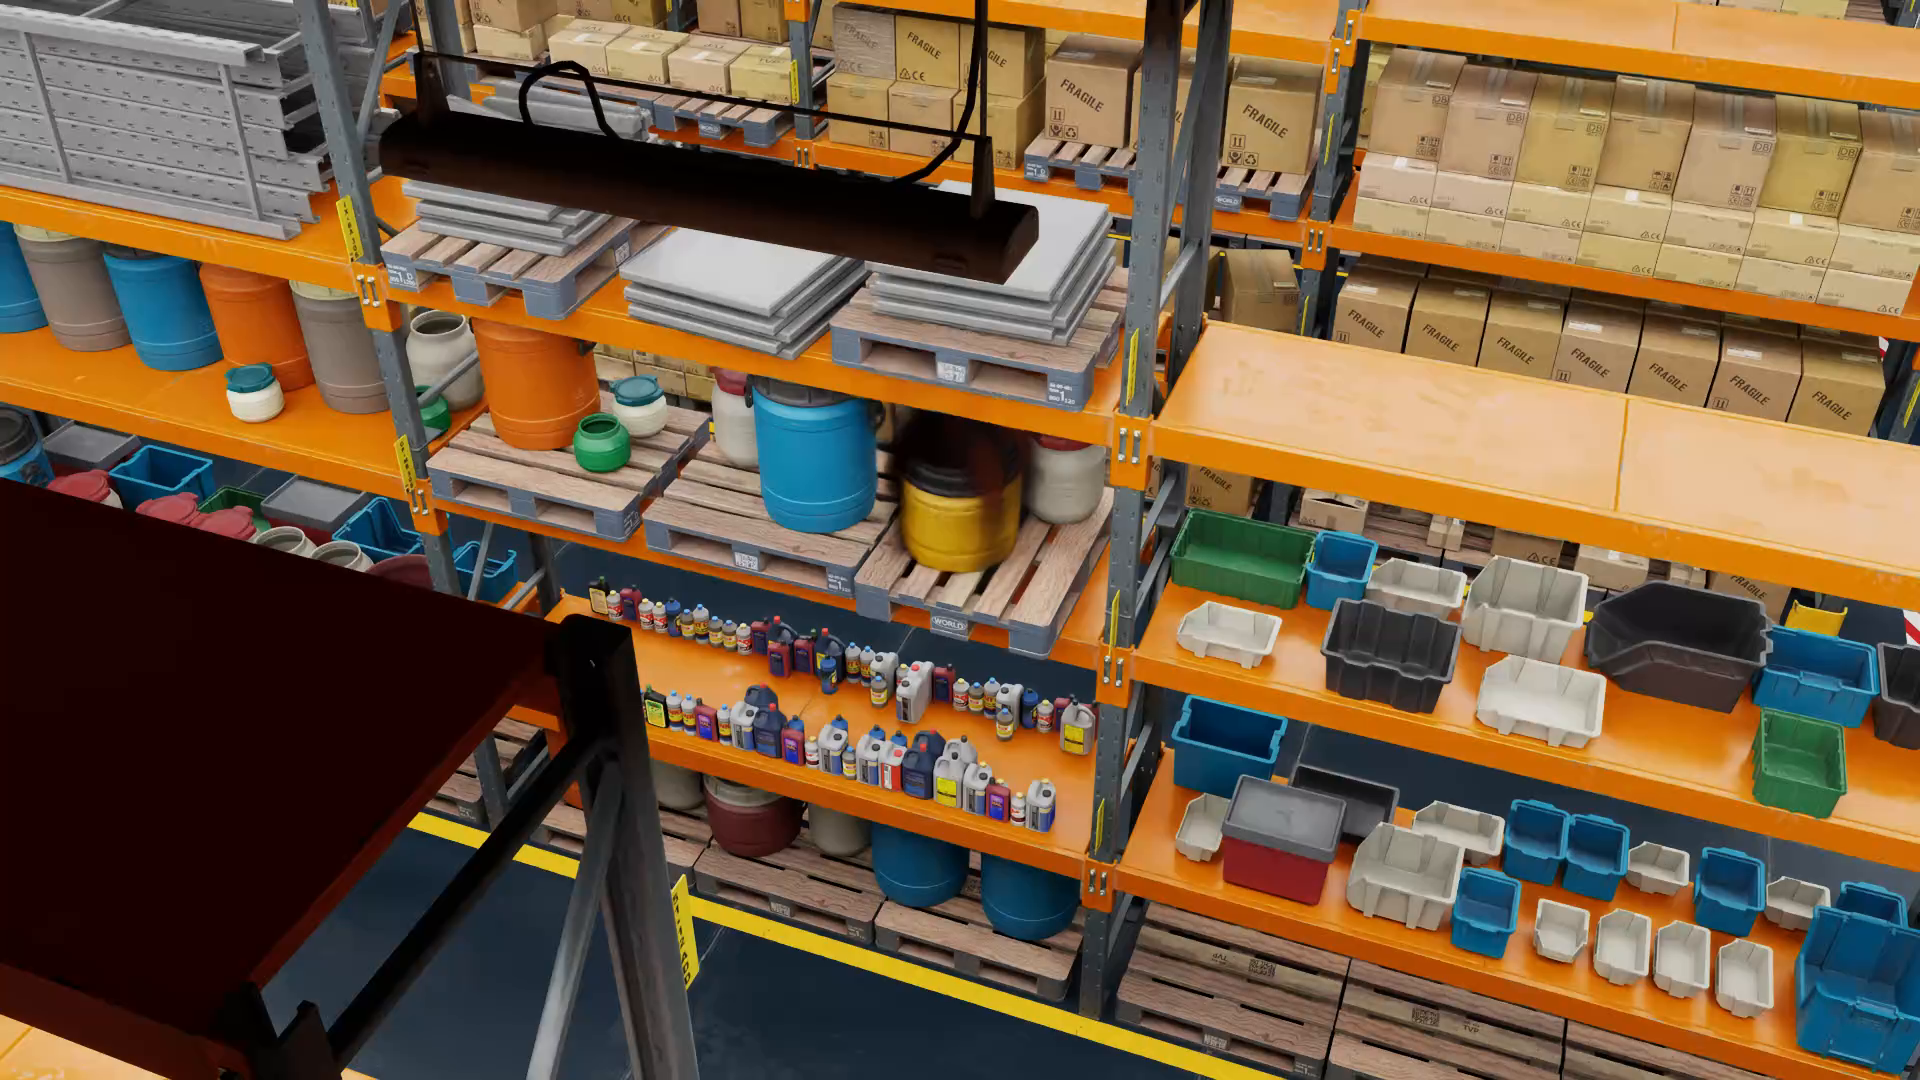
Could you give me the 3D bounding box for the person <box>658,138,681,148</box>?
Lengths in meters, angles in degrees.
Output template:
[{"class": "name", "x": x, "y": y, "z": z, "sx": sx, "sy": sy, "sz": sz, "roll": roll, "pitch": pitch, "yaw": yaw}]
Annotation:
[{"class": "person", "x": -3.204, "y": -4.086, "z": 17.521, "sx": 0.639, "sy": 1.685, "sz": 0.594, "roll": 19, "pitch": 40, "yaw": 24}]
